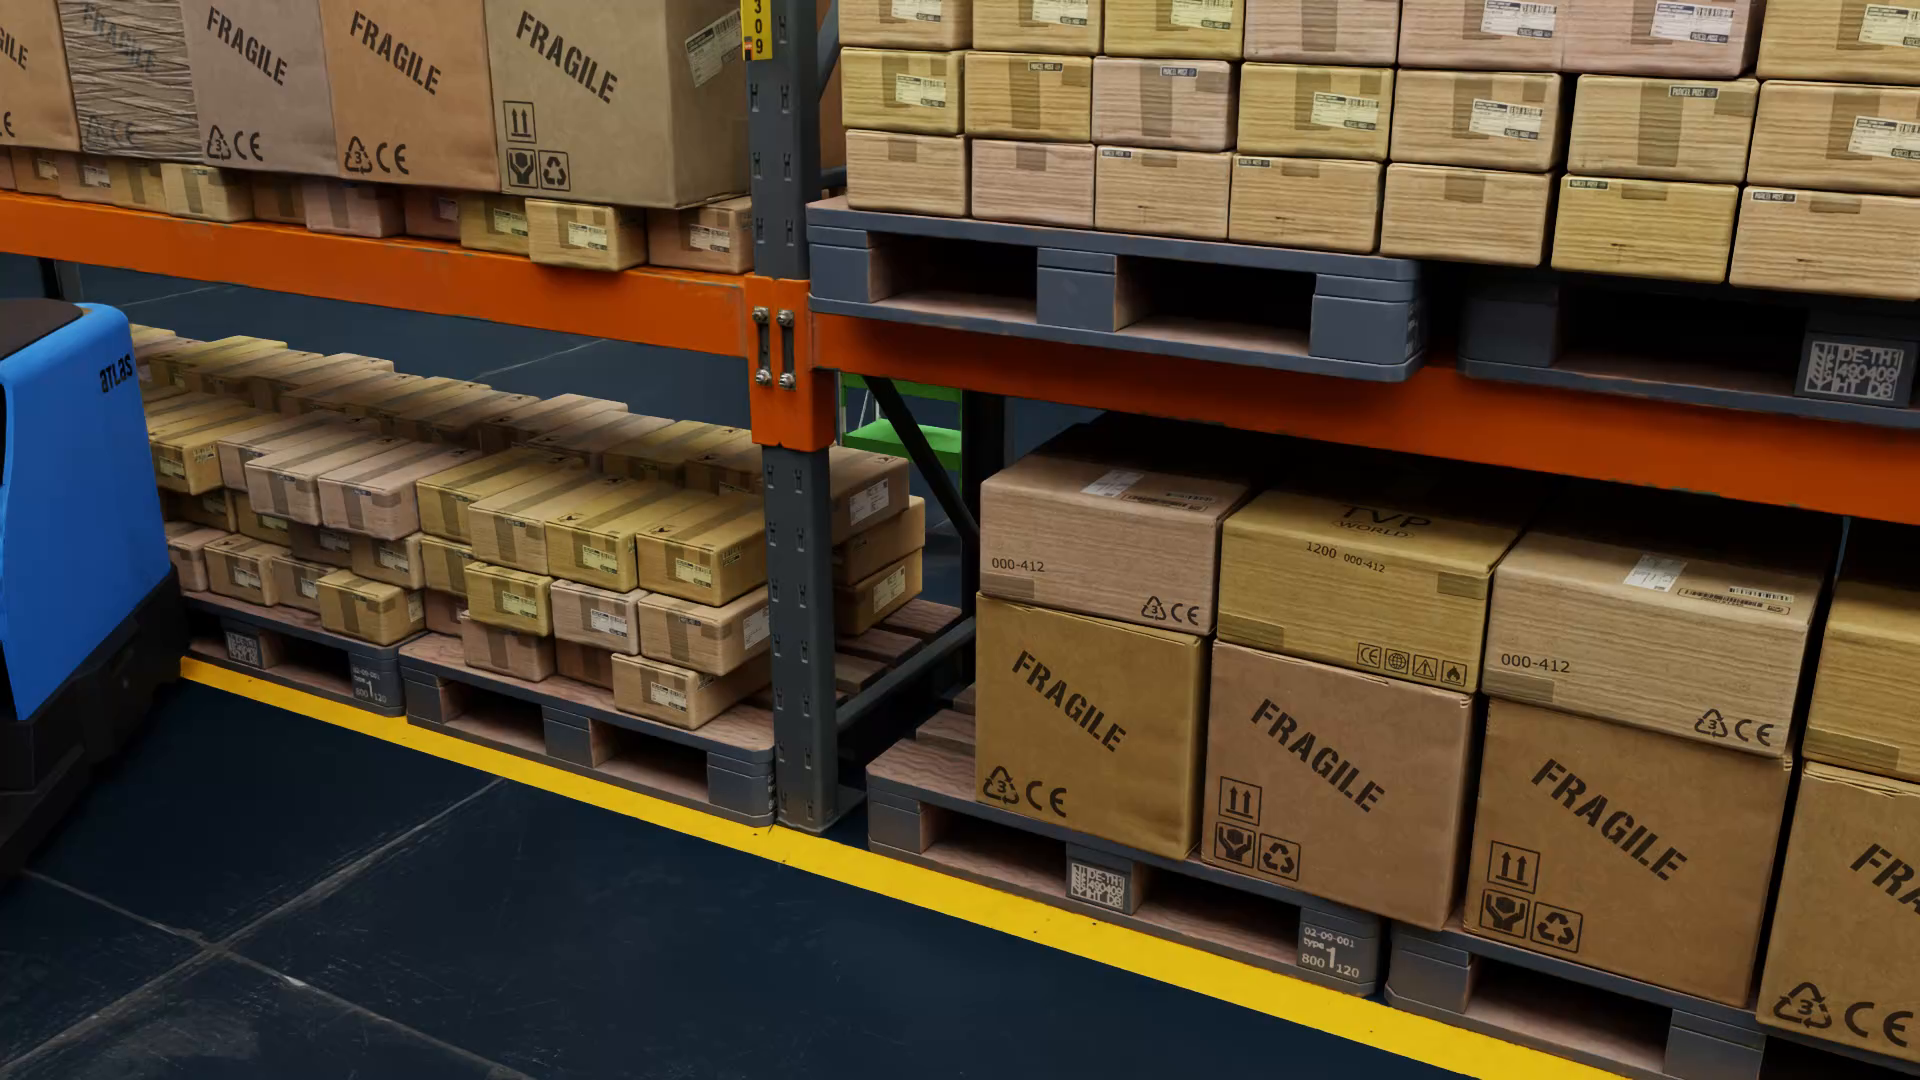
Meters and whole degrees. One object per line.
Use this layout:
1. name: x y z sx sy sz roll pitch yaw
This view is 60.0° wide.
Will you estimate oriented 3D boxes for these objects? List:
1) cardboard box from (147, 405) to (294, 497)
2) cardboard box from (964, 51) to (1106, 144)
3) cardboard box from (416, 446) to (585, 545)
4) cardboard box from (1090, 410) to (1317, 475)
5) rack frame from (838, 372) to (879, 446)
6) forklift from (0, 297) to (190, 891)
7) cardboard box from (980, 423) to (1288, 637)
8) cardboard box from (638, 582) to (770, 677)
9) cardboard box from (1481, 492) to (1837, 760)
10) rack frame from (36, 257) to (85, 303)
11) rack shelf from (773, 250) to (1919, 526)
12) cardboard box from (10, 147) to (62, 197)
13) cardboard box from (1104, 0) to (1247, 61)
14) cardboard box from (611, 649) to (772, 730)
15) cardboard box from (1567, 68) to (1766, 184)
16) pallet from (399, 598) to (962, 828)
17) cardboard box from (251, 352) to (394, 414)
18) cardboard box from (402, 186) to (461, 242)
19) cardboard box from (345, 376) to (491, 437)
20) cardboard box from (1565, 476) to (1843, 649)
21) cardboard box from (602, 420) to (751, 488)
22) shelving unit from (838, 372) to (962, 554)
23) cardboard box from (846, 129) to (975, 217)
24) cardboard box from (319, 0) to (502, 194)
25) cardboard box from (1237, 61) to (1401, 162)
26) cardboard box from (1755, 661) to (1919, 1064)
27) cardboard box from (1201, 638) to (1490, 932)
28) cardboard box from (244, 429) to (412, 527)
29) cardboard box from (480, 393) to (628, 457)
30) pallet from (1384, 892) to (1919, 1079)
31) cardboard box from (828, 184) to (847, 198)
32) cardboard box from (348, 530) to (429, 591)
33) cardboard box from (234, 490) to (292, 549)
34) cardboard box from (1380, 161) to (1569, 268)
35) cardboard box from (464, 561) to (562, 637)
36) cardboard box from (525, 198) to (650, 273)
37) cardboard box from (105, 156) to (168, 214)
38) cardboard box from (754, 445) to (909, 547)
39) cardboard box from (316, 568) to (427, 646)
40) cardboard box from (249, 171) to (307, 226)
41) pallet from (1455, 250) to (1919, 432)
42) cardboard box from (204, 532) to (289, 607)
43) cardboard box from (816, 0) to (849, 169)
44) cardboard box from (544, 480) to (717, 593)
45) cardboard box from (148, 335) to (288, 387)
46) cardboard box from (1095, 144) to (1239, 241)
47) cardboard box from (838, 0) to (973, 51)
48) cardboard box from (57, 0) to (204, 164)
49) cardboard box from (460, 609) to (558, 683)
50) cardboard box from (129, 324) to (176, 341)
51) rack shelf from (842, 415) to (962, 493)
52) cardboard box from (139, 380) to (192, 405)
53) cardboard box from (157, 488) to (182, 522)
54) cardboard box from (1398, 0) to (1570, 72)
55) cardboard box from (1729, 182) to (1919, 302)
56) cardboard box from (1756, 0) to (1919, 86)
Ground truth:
1. cardboard box: -2.184 -0.267 4.894 0.250 0.149 0.380 11 23 28
2. cardboard box: 0.204 -0.840 3.098 0.250 0.149 0.380 10 22 26
3. cardboard box: -1.232 -0.121 4.491 0.250 0.149 0.380 12 23 29
4. cardboard box: 0.631 -0.192 3.946 0.500 0.250 0.500 10 22 26
5. rack frame: -0.358 -0.632 5.848 0.015 1.200 0.240 11 23 27
6. forklift: -2.606 -0.500 2.946 1.130 2.935 3.031 -2 20 -5
7. cardboard box: 0.374 -0.039 3.524 0.500 0.250 0.500 10 22 25
8. cardboard box: -0.572 0.179 4.100 0.250 0.149 0.380 11 23 28
9. cardboard box: 1.283 0.135 3.044 0.500 0.250 0.500 12 23 29
10. rack frame: -3.634 -1.531 5.687 0.127 3.000 1.000 11 23 27
11. rack shelf: 1.604 -0.195 3.059 4.000 0.370 1.077 11 23 27
12. cardboard box: -2.542 -1.116 4.911 0.250 0.149 0.380 11 22 27
13. cardboard box: 0.446 -0.934 2.922 0.250 0.149 0.380 11 23 28
14. cardboard box: -0.651 0.313 4.168 0.250 0.149 0.380 11 23 28
15. cardboard box: 1.125 -0.666 2.618 0.250 0.149 0.380 10 22 26
16. pallet: -0.746 0.344 4.607 1.213 0.211 1.003 11 23 27
17. cardboard box: -2.112 -0.501 5.540 0.250 0.149 0.380 12 23 29
18. cardboard box: -1.180 -0.861 4.209 0.250 0.149 0.380 10 22 26
19. cardboard box: -1.694 -0.389 5.231 0.250 0.149 0.380 11 23 28
20. cardboard box: 1.542 -0.019 3.468 0.500 0.250 0.500 10 22 25
21. cardboard box: -0.798 -0.212 4.744 0.250 0.149 0.380 10 22 27
22. shelving unit: -0.145 -0.592 5.736 0.503 1.200 0.258 11 23 27
23. cardboard box: -0.023 -0.743 3.266 0.250 0.149 0.380 10 22 25
24. cardboard box: -1.155 -1.136 4.014 0.500 0.500 0.500 10 22 26
25. cardboard box: 0.657 -0.754 2.861 0.250 0.149 0.380 10 22 25
26. cardboard box: 1.727 0.575 2.931 0.500 0.500 0.500 10 22 25
27. cardboard box: 0.836 0.401 3.410 0.500 0.500 0.500 12 23 30
28. cardboard box: -1.754 -0.179 4.653 0.250 0.149 0.380 10 22 25
29. cardboard box: -1.220 -0.316 5.029 0.250 0.149 0.380 11 23 28
30. pallet: 1.607 0.777 3.414 1.213 0.211 1.003 11 23 27
31. cardboard box: -0.230 -0.892 4.294 0.250 0.149 0.380 12 23 29
32. cardboard box: -1.460 -0.009 4.619 0.250 0.149 0.380 11 23 29
33. cardboard box: -1.897 -0.116 4.915 0.250 0.149 0.380 12 23 30
34. cardboard box: 0.879 -0.571 2.794 0.250 0.149 0.380 10 22 25
35. cardboard box: -1.057 0.099 4.322 0.250 0.149 0.380 10 22 25
36. cardboard box: -0.784 -0.736 3.863 0.250 0.149 0.380 10 22 26
37. cardboard box: -2.125 -1.017 4.639 0.250 0.149 0.380 12 23 29
38. cardboard box: -0.342 -0.122 4.494 0.250 0.149 0.380 12 23 29
39. cardboard box: -1.555 0.141 4.642 0.250 0.149 0.380 11 23 27
40. cardboard box: -1.649 -0.943 4.434 0.250 0.149 0.380 10 22 27
41. pallet: 1.602 -0.427 2.926 1.213 0.211 1.003 11 23 27
42. cardboard box: -1.976 0.048 4.900 0.250 0.149 0.380 11 23 27
43. cardboard box: -0.452 -1.210 4.219 0.500 0.500 0.500 10 22 26
44. cardboard box: -0.822 -0.015 4.200 0.250 0.149 0.380 11 23 28
45. cardboard box: -2.569 -0.591 5.788 0.250 0.149 0.380 10 22 26
46. cardboard box: 0.438 -0.655 3.026 0.250 0.149 0.380 11 23 28
47. cardboard box: -0.023 -1.022 3.164 0.250 0.149 0.380 12 23 30
48. cardboard box: -2.028 -1.311 4.498 0.500 0.500 0.500 10 22 26
49. cardboard box: -1.099 0.220 4.423 0.250 0.149 0.380 10 22 26
50. cardboard box: -3.049 -0.655 5.965 0.250 0.149 0.380 11 23 28
51. rack shelf: -0.145 -0.306 5.840 0.480 0.148 0.258 11 23 27
52. cardboard box: -2.629 -0.373 5.187 0.250 0.149 0.380 10 22 25
53. cardboard box: -2.385 -0.197 5.138 0.250 0.149 0.380 10 22 25
54. cardboard box: 0.887 -0.850 2.689 0.250 0.149 0.380 11 22 27
55. cardboard box: 1.338 -0.484 2.554 0.250 0.149 0.380 10 22 25
56. cardboard box: 1.344 -0.764 2.452 0.250 0.149 0.380 12 23 29
